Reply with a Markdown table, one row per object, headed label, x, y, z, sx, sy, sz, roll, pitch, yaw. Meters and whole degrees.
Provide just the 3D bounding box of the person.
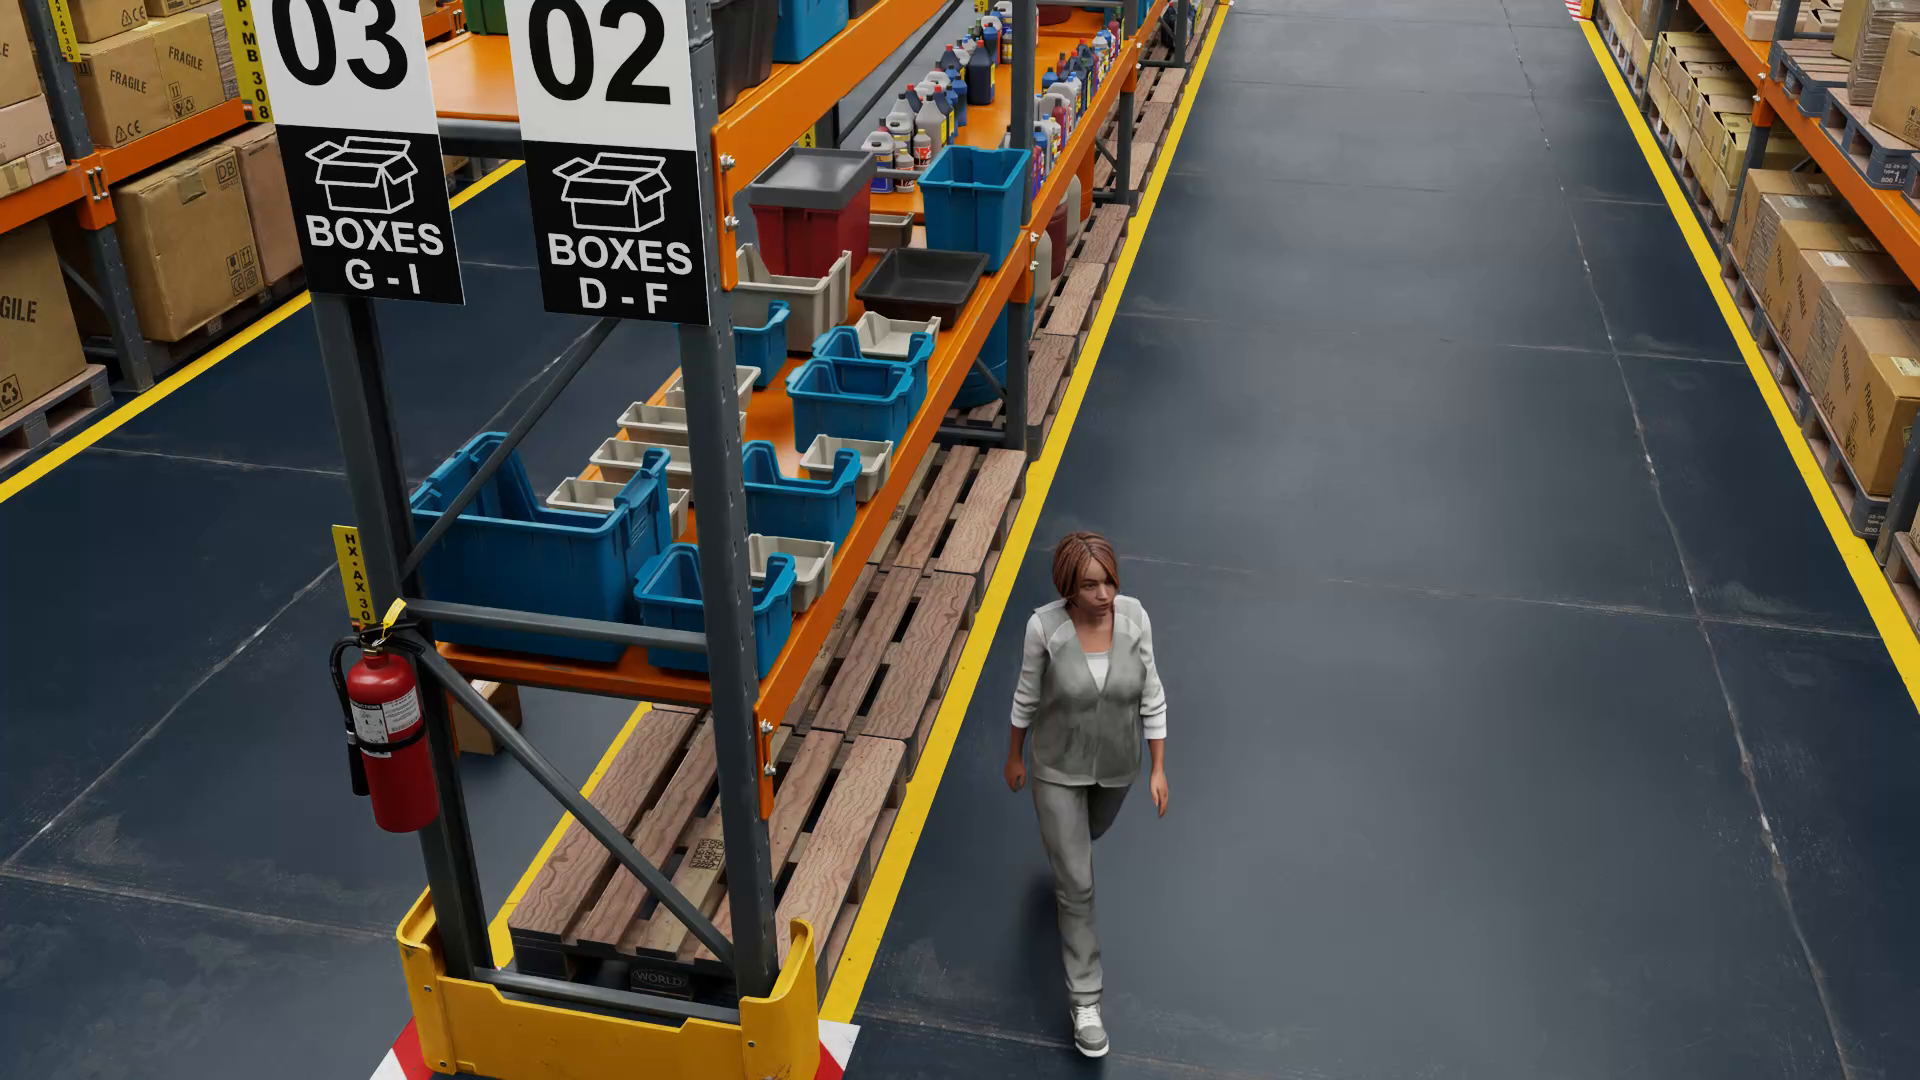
| label | x | y | z | sx | sy | sz | roll | pitch | yaw |
| --- | --- | --- | --- | --- | --- | --- | --- | --- | --- |
| person | 0.378 | 0.654 | 4.958 | 0.445 | 1.548 | 0.931 | -8 | 30 | -13 |
